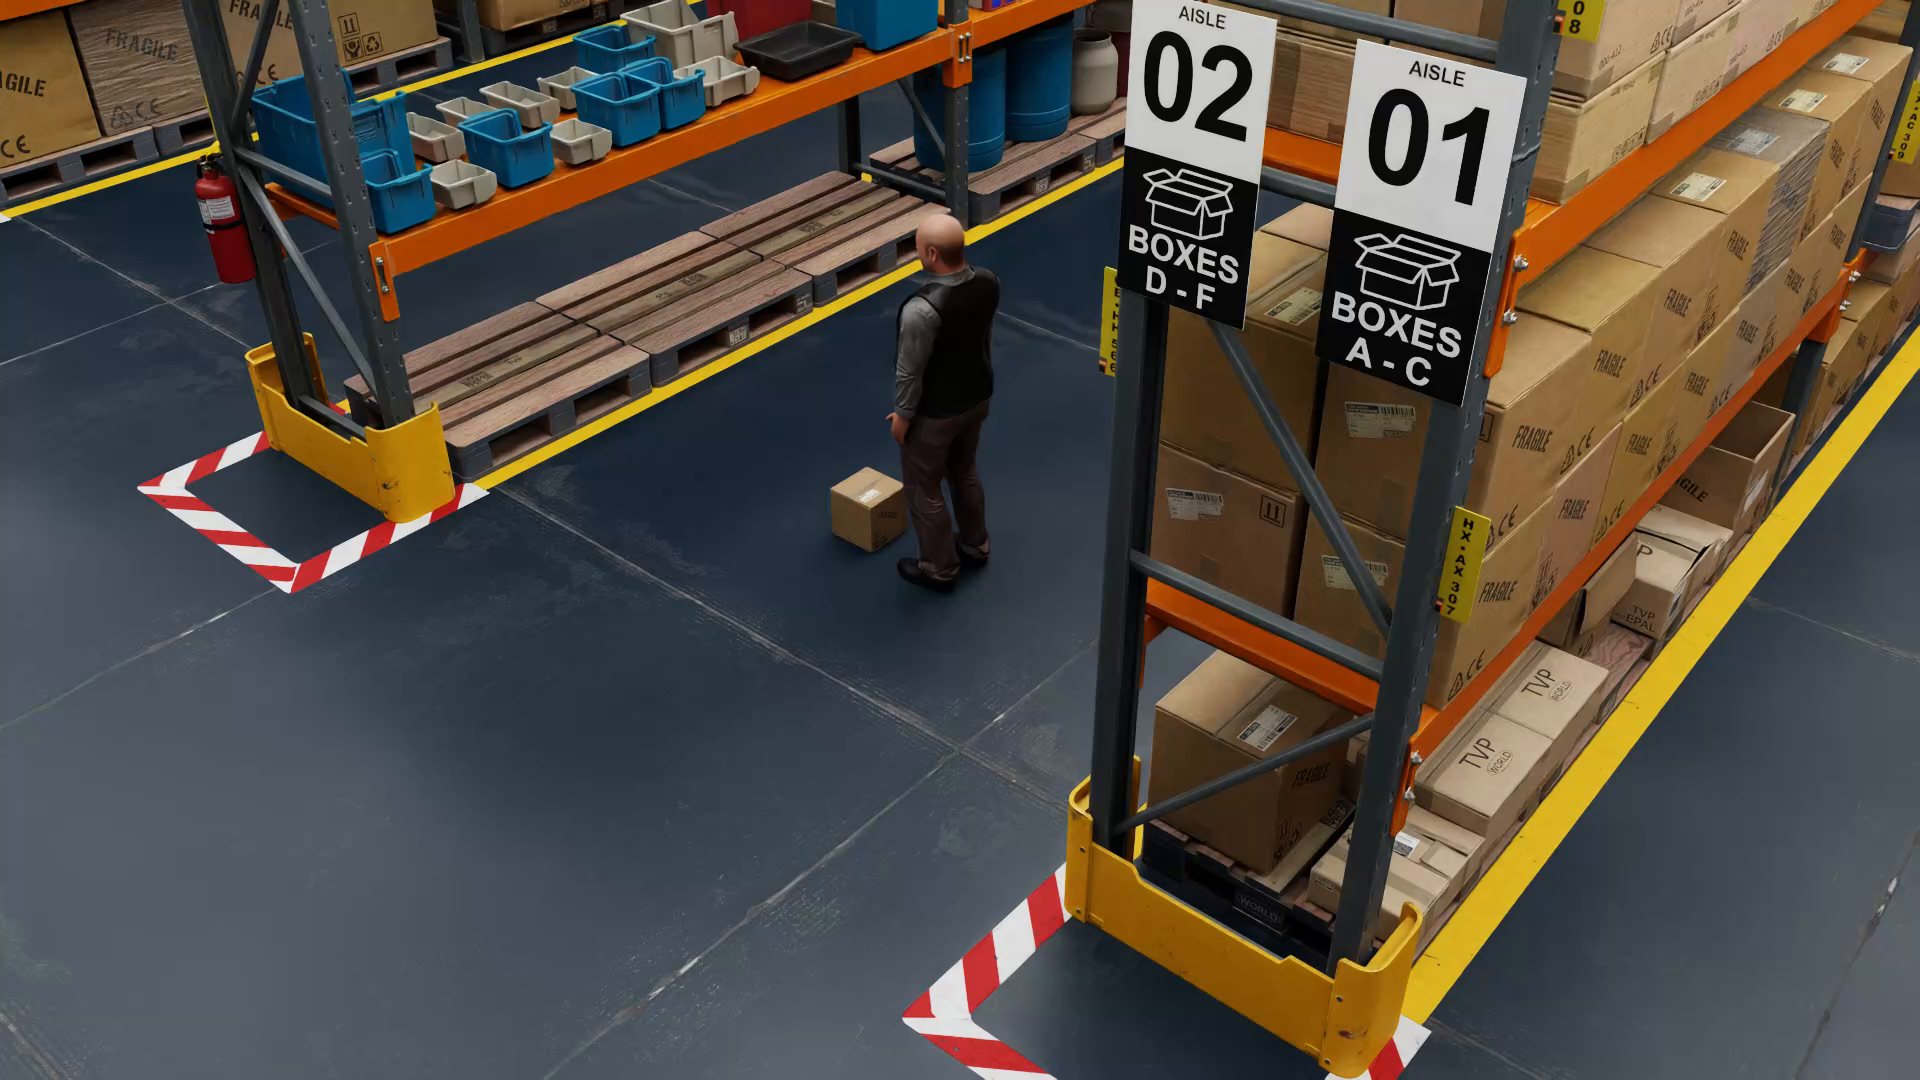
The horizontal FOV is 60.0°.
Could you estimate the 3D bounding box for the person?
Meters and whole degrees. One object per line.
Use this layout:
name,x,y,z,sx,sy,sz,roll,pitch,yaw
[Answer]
person,-0.077,-0.560,6.990,0.366,1.708,0.538,26,43,33
